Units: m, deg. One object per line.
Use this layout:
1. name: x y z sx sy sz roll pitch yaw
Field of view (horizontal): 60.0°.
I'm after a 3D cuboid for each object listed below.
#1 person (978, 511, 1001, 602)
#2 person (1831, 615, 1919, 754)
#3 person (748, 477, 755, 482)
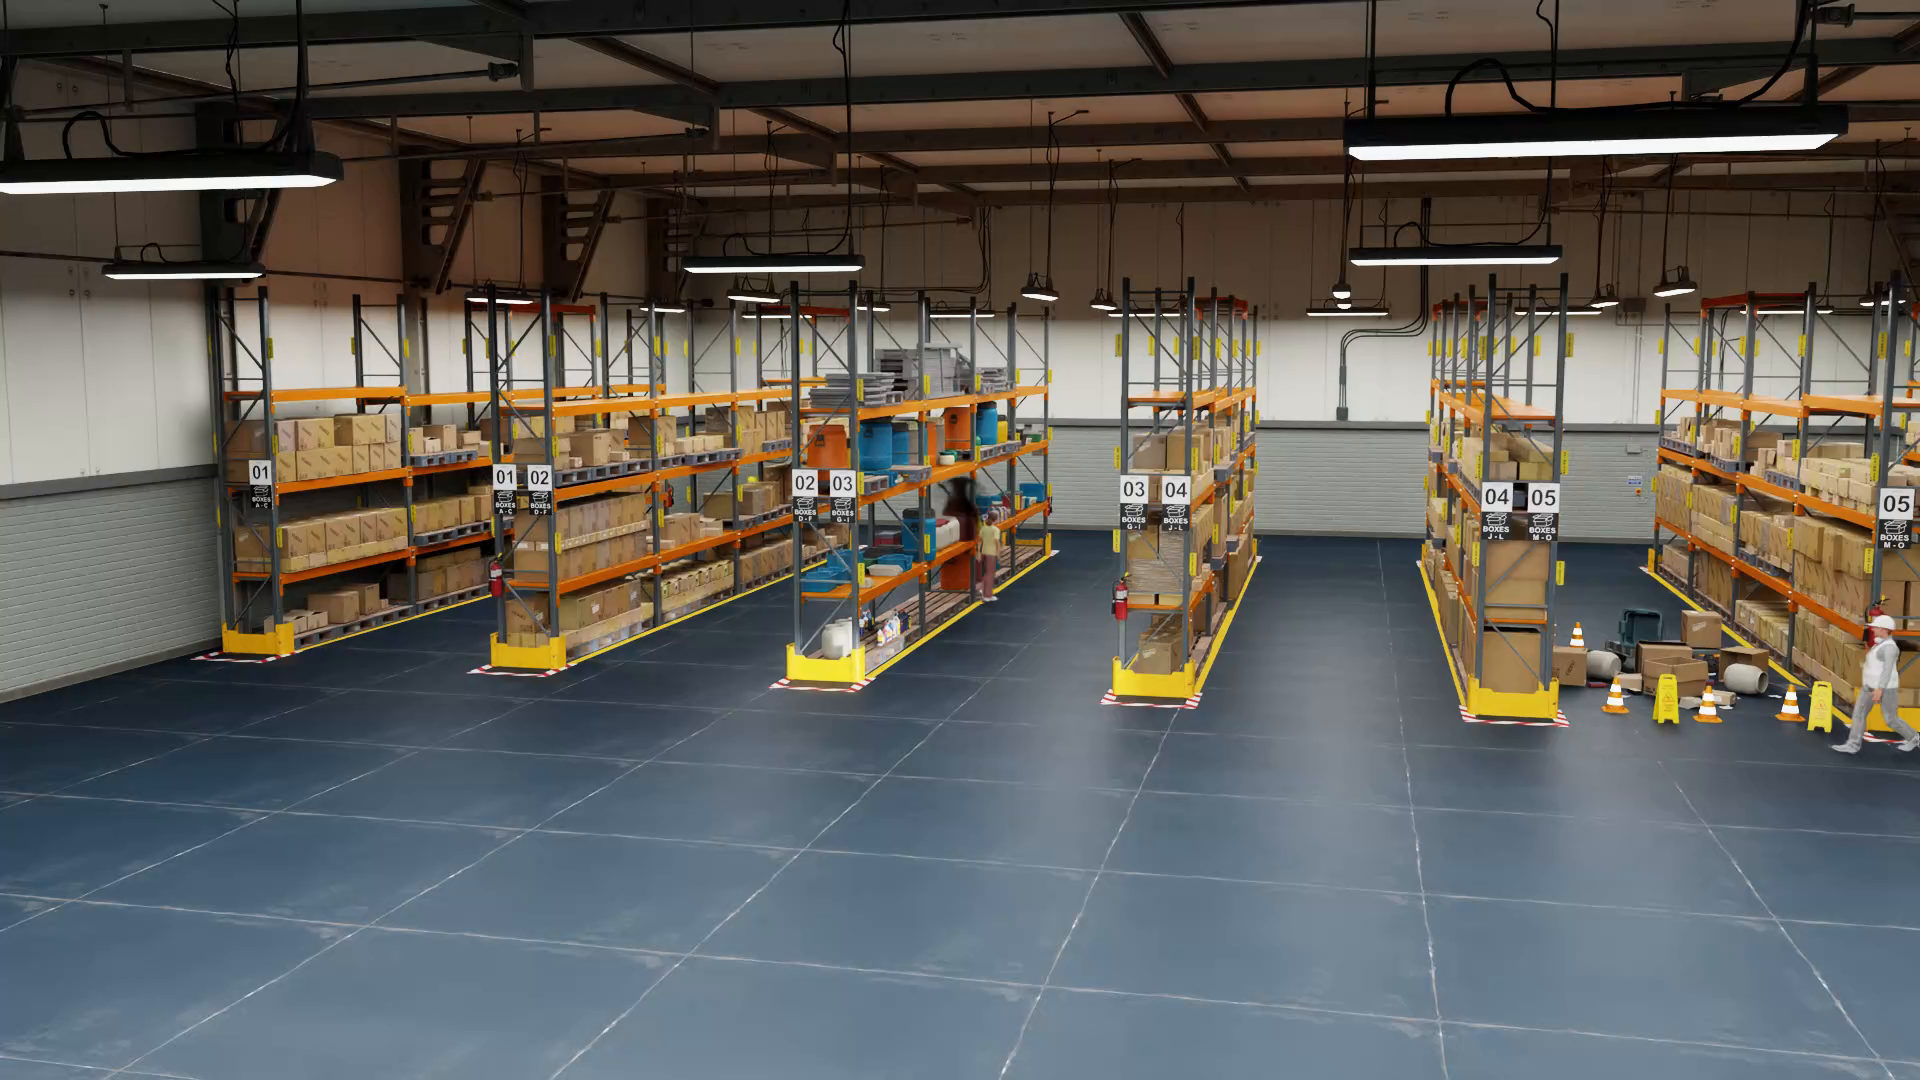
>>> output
1. person: 0.572 0.329 30.943 0.419 1.716 0.425 -4 8 -33
2. person: 11.355 1.796 20.464 0.982 1.750 0.509 -1 7 -6
3. person: -5.246 -0.727 42.307 0.466 1.774 0.601 3 7 27
